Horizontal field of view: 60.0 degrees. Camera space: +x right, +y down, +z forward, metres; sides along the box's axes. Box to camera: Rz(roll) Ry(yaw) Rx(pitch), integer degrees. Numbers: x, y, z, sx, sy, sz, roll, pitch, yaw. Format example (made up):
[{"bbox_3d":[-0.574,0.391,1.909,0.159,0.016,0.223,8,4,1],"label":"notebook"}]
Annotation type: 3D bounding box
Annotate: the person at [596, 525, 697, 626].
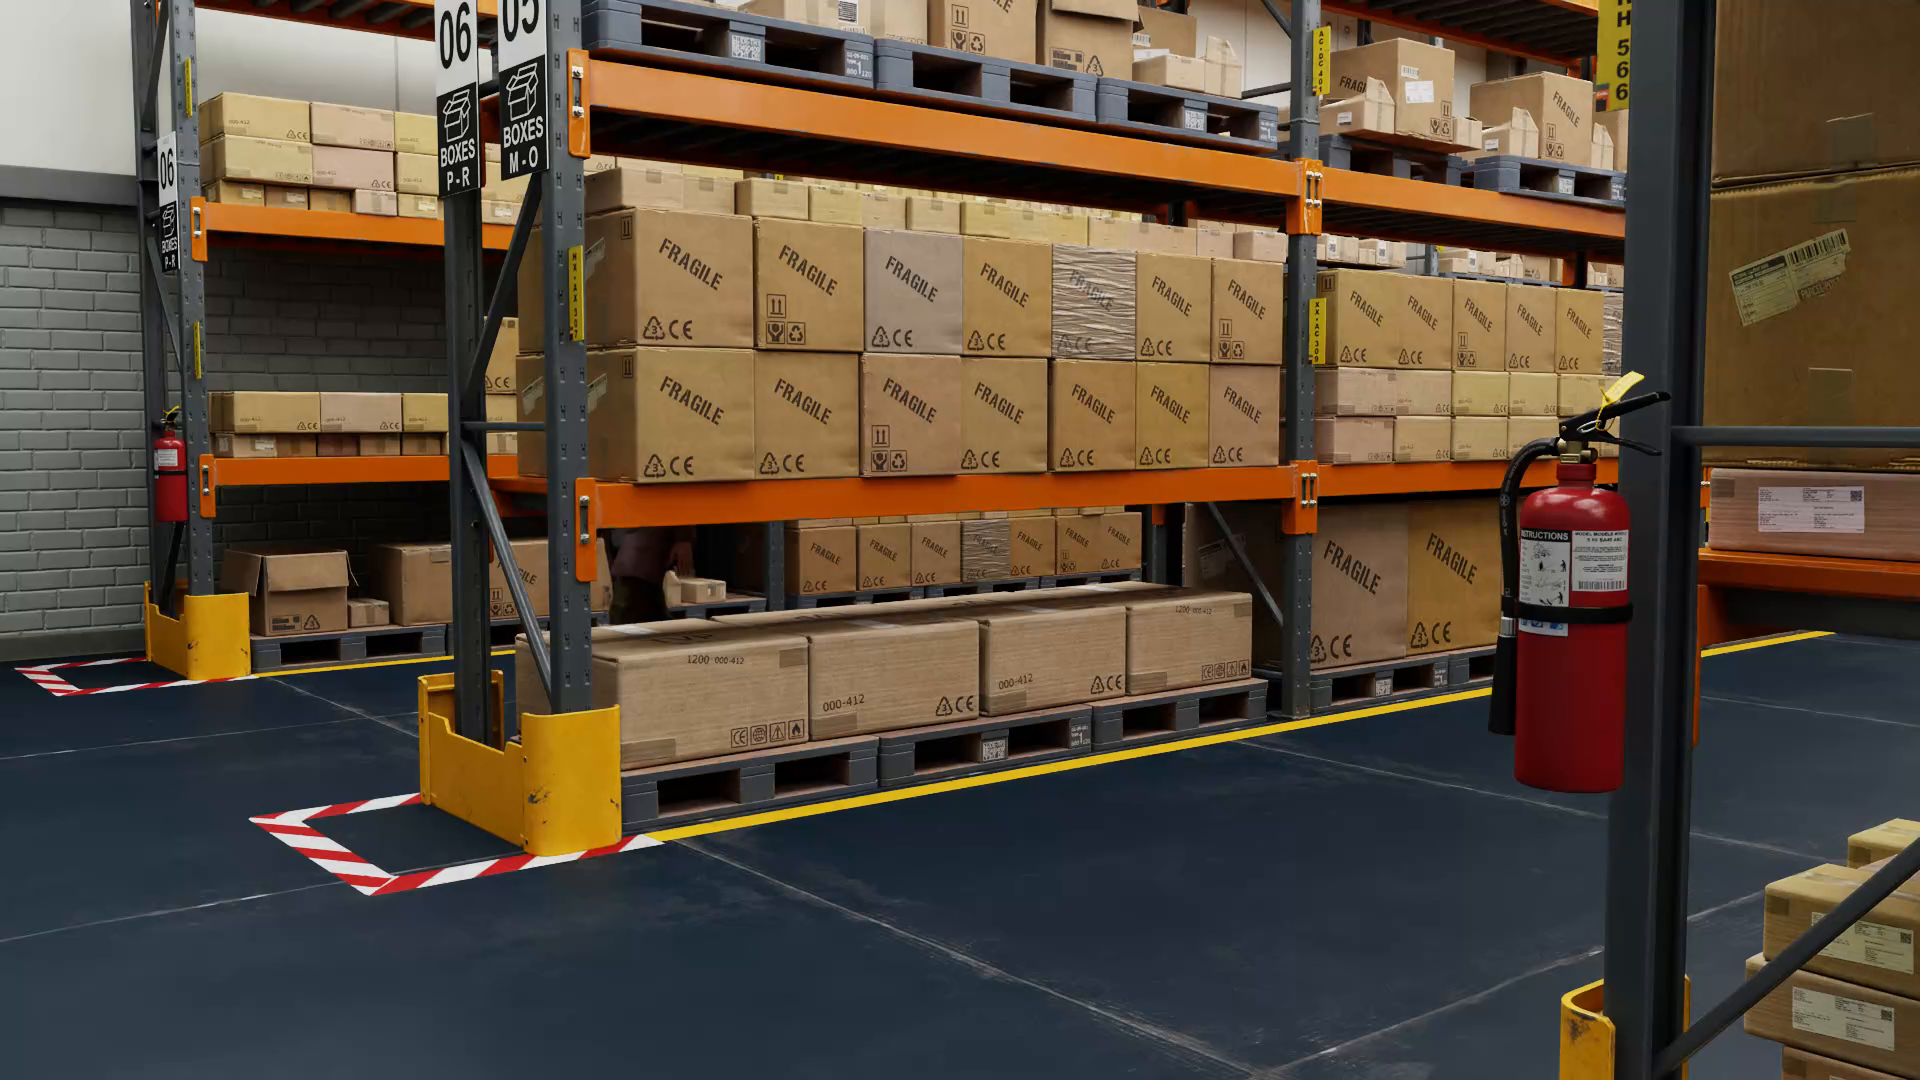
[{"bbox_3d":[-1.712,0.025,8.511,0.592,1.776,0.957,4,5,41],"label":"person"}]
